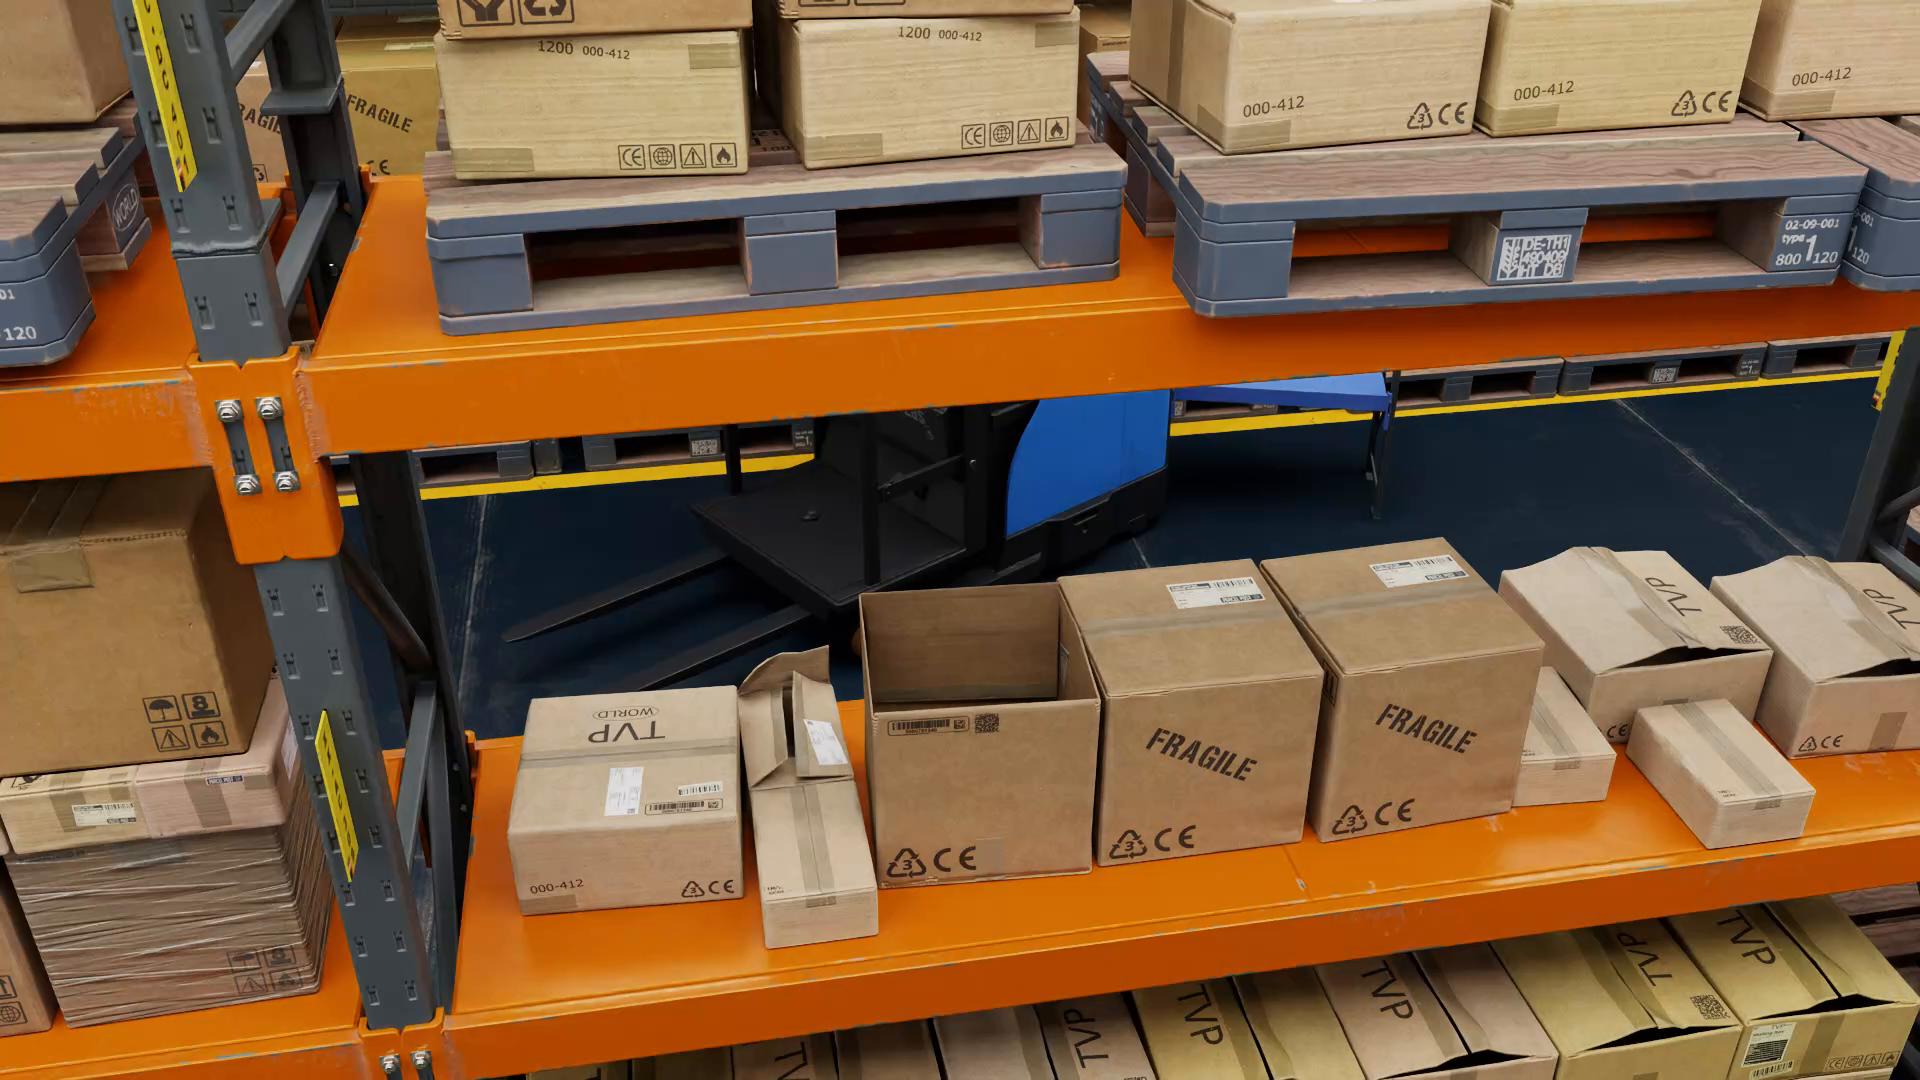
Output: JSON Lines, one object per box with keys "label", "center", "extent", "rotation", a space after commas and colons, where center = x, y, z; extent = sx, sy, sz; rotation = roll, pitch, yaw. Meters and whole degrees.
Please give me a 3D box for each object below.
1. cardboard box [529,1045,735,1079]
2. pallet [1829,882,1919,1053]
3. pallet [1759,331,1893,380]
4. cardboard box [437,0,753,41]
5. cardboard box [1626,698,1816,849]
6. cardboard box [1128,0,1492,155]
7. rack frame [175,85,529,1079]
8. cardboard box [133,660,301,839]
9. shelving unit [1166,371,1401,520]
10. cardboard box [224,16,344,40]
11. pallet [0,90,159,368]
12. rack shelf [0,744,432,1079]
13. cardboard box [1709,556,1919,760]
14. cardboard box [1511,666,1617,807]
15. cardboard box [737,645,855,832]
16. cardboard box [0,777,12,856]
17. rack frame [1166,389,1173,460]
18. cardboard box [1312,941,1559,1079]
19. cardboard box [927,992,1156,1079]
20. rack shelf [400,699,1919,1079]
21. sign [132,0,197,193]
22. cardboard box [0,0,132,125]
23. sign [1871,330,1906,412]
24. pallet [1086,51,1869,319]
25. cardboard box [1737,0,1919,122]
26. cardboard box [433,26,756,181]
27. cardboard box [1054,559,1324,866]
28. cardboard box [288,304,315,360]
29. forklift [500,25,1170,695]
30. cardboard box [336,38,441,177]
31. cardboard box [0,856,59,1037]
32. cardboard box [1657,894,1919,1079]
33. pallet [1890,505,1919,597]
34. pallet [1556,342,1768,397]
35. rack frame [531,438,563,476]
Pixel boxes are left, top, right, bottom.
{"label": "cardboard box", "center": [-0.793, 1.453, 4.065], "extent": [0.500, 0.311, 0.500], "rotation": [-5, 31, -9]}
{"label": "pallet", "center": [3.431, 1.391, 5.176], "extent": [1.213, 0.211, 1.003], "rotation": [-5, 31, -9]}
{"label": "pallet", "center": [4.983, -1.286, 9.729], "extent": [1.213, 0.211, 1.003], "rotation": [-5, 31, -9]}
{"label": "cardboard box", "center": [-0.631, -1.166, 2.808], "extent": [0.500, 0.500, 0.500], "rotation": [-5, 31, -8]}
{"label": "cardboard box", "center": [1.855, 0.567, 4.075], "extent": [0.250, 0.149, 0.380], "rotation": [-5, 31, -9]}
{"label": "cardboard box", "center": [0.647, -0.950, 3.180], "extent": [0.500, 0.250, 0.500], "rotation": [-8, 31, -13]}
{"label": "rack frame", "center": [-1.245, 0.604, 3.764], "extent": [0.127, 3.000, 1.000], "rotation": [-5, 31, -9]}
{"label": "cardboard box", "center": [-1.474, 0.413, 3.350], "extent": [0.250, 0.149, 0.380], "rotation": [-5, 31, -9]}
{"label": "shelving unit", "center": [1.510, -0.902, 7.804], "extent": [1.048, 1.500, 0.538], "rotation": [4, 31, 6]}
{"label": "cardboard box", "center": [-3.150, -2.149, 7.834], "extent": [0.500, 0.500, 0.500], "rotation": [-5, 31, -9]}
{"label": "pallet", "center": [-2.079, -0.560, 2.872], "extent": [1.213, 0.211, 1.003], "rotation": [-5, 31, -9]}
{"label": "rack shelf", "center": [-3.212, 1.096, 3.636], "extent": [4.000, 0.370, 1.077], "rotation": [-5, 31, -9]}
{"label": "cardboard box", "center": [2.324, 0.288, 4.388], "extent": [0.500, 0.311, 0.500], "rotation": [-3, 31, -6]}
{"label": "cardboard box", "center": [1.446, 0.491, 4.203], "extent": [0.250, 0.149, 0.380], "rotation": [-3, 31, -5]}
{"label": "cardboard box", "center": [-0.413, 0.490, 4.090], "extent": [0.258, 0.266, 0.396], "rotation": [-6, 31, -10]}
{"label": "cardboard box", "center": [-1.974, 0.459, 3.271], "extent": [0.250, 0.149, 0.380], "rotation": [-6, 31, -10]}
{"label": "rack frame", "center": [1.006, -0.936, 7.861], "extent": [0.032, 1.500, 0.500], "rotation": [4, 31, 6]}
{"label": "cardboard box", "center": [1.212, 1.267, 4.381], "extent": [0.500, 0.311, 0.500], "rotation": [-5, 31, -9]}
{"label": "cardboard box", "center": [0.209, 1.362, 4.220], "extent": [0.500, 0.311, 0.500], "rotation": [-6, 31, -11]}
{"label": "rack shelf", "center": [0.723, 0.731, 4.257], "extent": [4.000, 0.370, 1.077], "rotation": [-5, 31, -9]}
{"label": "sign", "center": [-1.143, -0.670, 2.382], "extent": [0.005, 0.325, 0.100], "rotation": [-5, 31, -9]}
{"label": "cardboard box", "center": [-1.788, -1.059, 2.982], "extent": [0.500, 0.500, 0.500], "rotation": [-3, 31, -5]}
{"label": "sign", "center": [2.583, -0.496, 4.570], "extent": [0.005, 0.325, 0.100], "rotation": [-5, 31, -9]}
{"label": "pallet", "center": [0.939, -0.763, 3.315], "extent": [1.213, 0.211, 1.003], "rotation": [-4, 31, -7]}
{"label": "cardboard box", "center": [1.741, -1.045, 3.341], "extent": [0.500, 0.250, 0.500], "rotation": [-4, 31, -8]}
{"label": "cardboard box", "center": [-0.637, -0.857, 3.023], "extent": [0.500, 0.250, 0.500], "rotation": [-2, 31, -4]}
{"label": "cardboard box", "center": [0.524, 0.405, 4.004], "extent": [0.500, 0.500, 0.500], "rotation": [-5, 31, -9]}
{"label": "cardboard box", "center": [-3.154, -0.863, 8.291], "extent": [0.500, 0.500, 0.500], "rotation": [-8, 31, -13]}
{"label": "forklift", "center": [-0.476, -1.057, 6.656], "extent": [3.031, 2.935, 1.130], "rotation": [-23, 38, -34]}
{"label": "cardboard box", "center": [-2.550, -1.936, 7.471], "extent": [0.500, 0.500, 0.500], "rotation": [-5, 31, -9]}
{"label": "cardboard box", "center": [-2.198, 0.656, 3.577], "extent": [0.500, 0.500, 0.700], "rotation": [-6, 31, -9]}
{"label": "cardboard box", "center": [2.219, 1.172, 4.543], "extent": [0.500, 0.311, 0.500], "rotation": [-5, 31, -8]}
{"label": "pallet", "center": [3.344, 0.224, 4.598], "extent": [1.003, 0.211, 1.213], "rotation": [-5, 31, -9]}
{"label": "pallet", "center": [3.781, -1.173, 9.537], "extent": [1.213, 0.211, 1.003], "rotation": [-5, 31, -9]}
{"label": "rack frame", "center": [-2.141, -1.866, 7.964], "extent": [0.127, 3.000, 1.000], "rotation": [-5, 31, -9]}
